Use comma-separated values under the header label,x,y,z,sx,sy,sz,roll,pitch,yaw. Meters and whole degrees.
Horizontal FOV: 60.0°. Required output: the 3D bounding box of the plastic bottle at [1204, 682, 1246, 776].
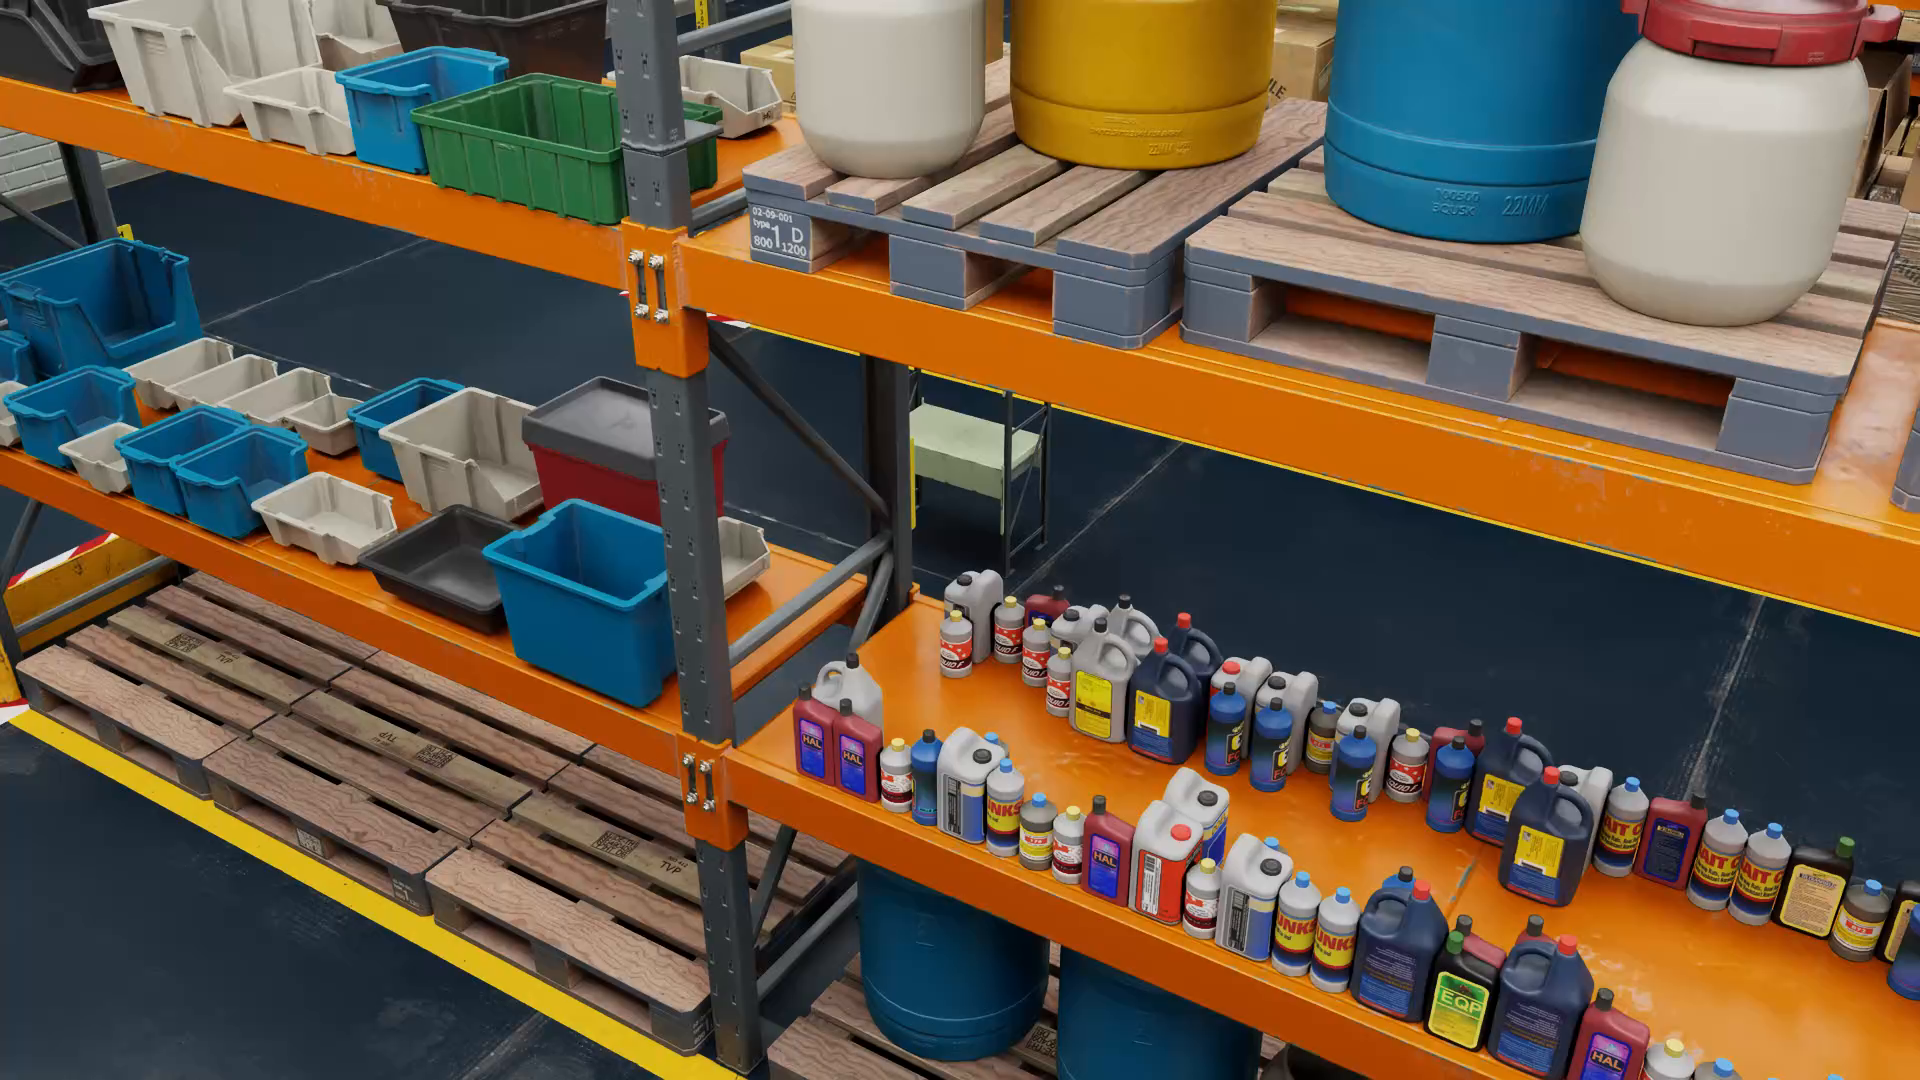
label,x,y,z,sx,sy,sz,roll,pitch,yaw
plastic bottle,0.725,0.506,4.534,0.097,0.271,0.097,0,30,0

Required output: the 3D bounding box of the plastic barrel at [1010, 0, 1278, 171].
label,x,y,z,sx,sy,sz,roll,pitch,yaw
plastic barrel,0.414,-1.209,3.765,0.600,0.588,0.600,0,30,0

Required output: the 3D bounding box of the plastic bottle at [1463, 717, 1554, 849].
label,x,y,z,sx,sy,sz,roll,pitch,yaw
plastic bottle,1.418,0.615,4.269,0.185,0.351,0.144,18,35,27

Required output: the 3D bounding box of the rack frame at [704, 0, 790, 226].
label,x,y,z,sx,sy,sz,roll,pitch,yaw
rack frame,-1.222,-2.994,10.405,0.127,3.000,1.000,18,35,27

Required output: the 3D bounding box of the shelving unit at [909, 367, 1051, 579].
label,x,y,z,sx,sy,sz,roll,pitch,yaw
shelving unit,0.006,-0.646,7.869,0.755,1.500,0.431,18,35,27

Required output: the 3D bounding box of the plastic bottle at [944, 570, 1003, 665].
label,x,y,z,sx,sy,sz,roll,pitch,yaw
plastic bottle,0.039,0.213,5.032,0.135,0.276,0.152,18,35,27

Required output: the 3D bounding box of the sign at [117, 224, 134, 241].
label,x,y,z,sx,sy,sz,roll,pitch,yaw
sign,-3.576,-1.190,7.150,0.005,0.325,0.100,18,35,27

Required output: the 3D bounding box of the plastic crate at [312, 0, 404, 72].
label,x,y,z,sx,sy,sz,roll,pitch,yaw
plastic crate,-1.973,-1.614,5.325,0.530,0.136,0.437,18,35,27

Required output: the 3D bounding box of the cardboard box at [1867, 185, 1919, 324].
label,x,y,z,sx,sy,sz,roll,pitch,yaw
cardboard box,4.143,-1.194,7.221,0.500,0.500,0.500,16,34,26

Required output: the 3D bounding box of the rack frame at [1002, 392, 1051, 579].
label,x,y,z,sx,sy,sz,roll,pitch,yaw
rack frame,0.316,-0.548,7.701,0.023,1.500,0.400,18,35,27

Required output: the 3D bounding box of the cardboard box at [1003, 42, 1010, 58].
label,x,y,z,sx,sy,sz,roll,pitch,yaw
cardboard box,0.190,-2.769,9.873,0.500,0.250,0.500,16,34,26

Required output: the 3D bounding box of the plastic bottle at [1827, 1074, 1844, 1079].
label,x,y,z,sx,sy,sz,roll,pitch,yaw
plastic bottle,1.738,1.188,3.365,0.097,0.271,0.097,0,30,0

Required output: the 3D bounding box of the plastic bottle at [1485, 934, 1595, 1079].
label,x,y,z,sx,sy,sz,roll,pitch,yaw
plastic bottle,1.271,0.992,3.622,0.185,0.351,0.144,18,35,27

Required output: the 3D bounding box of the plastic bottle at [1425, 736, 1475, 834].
label,x,y,z,sx,sy,sz,roll,pitch,yaw
plastic bottle,1.279,0.627,4.326,0.097,0.271,0.097,0,30,0

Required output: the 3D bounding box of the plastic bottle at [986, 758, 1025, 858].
label,x,y,z,sx,sy,sz,roll,pitch,yaw
plastic bottle,0.116,0.675,4.245,0.097,0.271,0.097,0,30,0

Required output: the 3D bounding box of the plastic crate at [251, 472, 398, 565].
label,x,y,z,sx,sy,sz,roll,pitch,yaw
plastic crate,-2.102,-0.059,5.576,0.466,0.136,0.293,18,35,27

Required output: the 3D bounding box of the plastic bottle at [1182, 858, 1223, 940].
label,x,y,z,sx,sy,sz,roll,pitch,yaw
plastic bottle,0.590,0.855,4.005,0.097,0.201,0.097,0,30,0

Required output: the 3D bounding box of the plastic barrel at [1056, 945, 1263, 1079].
label,x,y,z,sx,sy,sz,roll,pitch,yaw
plastic barrel,0.584,1.259,4.780,0.708,0.901,0.600,18,35,27

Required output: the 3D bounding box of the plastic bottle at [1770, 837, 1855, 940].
label,x,y,z,sx,sy,sz,roll,pitch,yaw
plastic bottle,2.050,0.819,3.986,0.133,0.283,0.061,18,35,27

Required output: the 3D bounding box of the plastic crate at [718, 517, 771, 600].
label,x,y,z,sx,sy,sz,roll,pitch,yaw
plastic crate,-0.785,0.094,5.314,0.243,0.136,0.396,18,35,27

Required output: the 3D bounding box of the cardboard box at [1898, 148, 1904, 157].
label,x,y,z,sx,sy,sz,roll,pitch,yaw
cardboard box,6.273,-2.527,11.669,0.500,0.500,0.500,18,35,28

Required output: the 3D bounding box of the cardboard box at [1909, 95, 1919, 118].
label,x,y,z,sx,sy,sz,roll,pitch,yaw
cardboard box,6.537,-3.067,11.850,0.500,0.250,0.500,16,34,25

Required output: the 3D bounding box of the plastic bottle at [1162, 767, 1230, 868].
label,x,y,z,sx,sy,sz,roll,pitch,yaw
plastic bottle,0.587,0.715,4.171,0.135,0.276,0.152,18,35,27

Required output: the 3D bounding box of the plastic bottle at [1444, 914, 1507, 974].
label,x,y,z,sx,sy,sz,roll,pitch,yaw
plastic bottle,1.146,0.970,3.727,0.133,0.283,0.061,18,35,27

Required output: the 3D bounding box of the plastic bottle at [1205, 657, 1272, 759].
label,x,y,z,sx,sy,sz,roll,pitch,yaw
plastic bottle,0.775,0.446,4.632,0.135,0.276,0.152,18,35,27

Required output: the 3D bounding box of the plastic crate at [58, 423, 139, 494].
label,x,y,z,sx,sy,sz,roll,pitch,yaw
plastic crate,-3.019,-0.282,5.959,0.298,0.136,0.250,18,35,27

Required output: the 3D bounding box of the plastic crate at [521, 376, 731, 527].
label,x,y,z,sx,sy,sz,roll,pitch,yaw
plastic crate,-1.090,-0.208,5.507,0.583,0.464,0.402,18,35,27

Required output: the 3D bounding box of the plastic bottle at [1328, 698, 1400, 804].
label,x,y,z,sx,sy,sz,roll,pitch,yaw
plastic bottle,1.085,0.544,4.464,0.135,0.276,0.152,18,35,27

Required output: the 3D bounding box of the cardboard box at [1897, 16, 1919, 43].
label,x,y,z,sx,sy,sz,roll,pitch,yaw
cardboard box,6.298,-3.367,10.877,0.250,0.149,0.380,16,34,25

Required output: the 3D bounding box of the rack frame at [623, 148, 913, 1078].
label,x,y,z,sx,sy,sz,roll,pitch,yaw
rack frame,-0.467,0.192,4.945,0.127,3.000,1.000,18,35,27

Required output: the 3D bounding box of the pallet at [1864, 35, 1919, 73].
label,x,y,z,sx,sy,sz,roll,pitch,yaw
pallet,6.578,-3.371,11.241,1.213,0.211,1.003,18,35,27

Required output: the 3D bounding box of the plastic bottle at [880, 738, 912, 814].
label,x,y,z,sx,sy,sz,roll,pitch,yaw
plastic bottle,-0.163,0.617,4.413,0.097,0.201,0.097,0,30,0

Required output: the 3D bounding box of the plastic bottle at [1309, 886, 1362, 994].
label,x,y,z,sx,sy,sz,roll,pitch,yaw
plastic bottle,0.869,0.913,3.836,0.097,0.271,0.097,0,30,0

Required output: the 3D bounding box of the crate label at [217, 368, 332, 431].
label,x,y,z,sx,sy,sz,roll,pitch,yaw
crate label,-2.581,-0.503,6.337,0.243,0.136,0.396,18,35,27

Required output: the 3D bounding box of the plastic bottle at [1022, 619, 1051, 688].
label,x,y,z,sx,sy,sz,roll,pitch,yaw
plastic bottle,0.232,0.326,4.911,0.097,0.201,0.097,0,30,0

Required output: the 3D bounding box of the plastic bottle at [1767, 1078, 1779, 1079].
label,x,y,z,sx,sy,sz,roll,pitch,yaw
plastic bottle,1.656,1.192,3.427,0.097,0.201,0.097,0,30,0

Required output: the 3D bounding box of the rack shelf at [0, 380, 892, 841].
label,x,y,z,sx,sy,sz,roll,pitch,yaw
rack shelf,-2.161,-0.033,6.044,4.000,0.370,1.077,18,35,27

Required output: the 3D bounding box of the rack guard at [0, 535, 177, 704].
label,x,y,z,sx,sy,sz,roll,pitch,yaw
rack guard,-3.882,0.199,7.413,0.348,0.500,1.175,18,35,27

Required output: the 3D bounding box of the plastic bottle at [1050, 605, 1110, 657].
label,x,y,z,sx,sy,sz,roll,pitch,yaw
plastic bottle,0.348,0.311,4.864,0.135,0.276,0.152,18,35,27

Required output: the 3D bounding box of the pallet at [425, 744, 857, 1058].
label,x,y,z,sx,sy,sz,roll,pitch,yaw
pallet,-1.111,1.216,5.957,1.213,0.211,1.003,18,35,27

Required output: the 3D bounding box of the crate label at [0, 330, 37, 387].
label,x,y,z,sx,sy,sz,roll,pitch,yaw
crate label,-3.821,-0.627,6.454,0.303,0.233,0.416,18,35,27

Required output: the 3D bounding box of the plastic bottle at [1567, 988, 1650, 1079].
label,x,y,z,sx,sy,sz,roll,pitch,yaw
plastic bottle,1.383,1.081,3.536,0.133,0.283,0.061,18,35,27

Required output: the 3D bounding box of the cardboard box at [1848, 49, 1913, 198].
label,x,y,z,sx,sy,sz,roll,pitch,yaw
cardboard box,3.821,-1.883,7.405,0.637,0.503,0.797,19,35,29

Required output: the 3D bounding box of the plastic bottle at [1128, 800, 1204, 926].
label,x,y,z,sx,sy,sz,roll,pitch,yaw
plastic bottle,0.507,0.780,4.060,0.135,0.276,0.152,18,35,27

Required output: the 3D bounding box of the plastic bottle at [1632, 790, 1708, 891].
label,x,y,z,sx,sy,sz,roll,pitch,yaw
plastic bottle,1.772,0.731,4.137,0.133,0.283,0.061,18,35,27

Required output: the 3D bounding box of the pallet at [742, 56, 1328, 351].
label,x,y,z,sx,sy,sz,roll,pitch,yaw
pallet,0.249,-0.854,3.948,1.003,0.211,1.213,18,35,27

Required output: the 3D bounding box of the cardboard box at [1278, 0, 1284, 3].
label,x,y,z,sx,sy,sz,roll,pitch,yaw
cardboard box,1.483,-2.683,8.981,0.500,0.500,0.500,18,35,27

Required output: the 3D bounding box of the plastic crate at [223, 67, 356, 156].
label,x,y,z,sx,sy,sz,roll,pitch,yaw
plastic crate,-1.747,-1.168,4.561,0.466,0.136,0.293,18,35,27
